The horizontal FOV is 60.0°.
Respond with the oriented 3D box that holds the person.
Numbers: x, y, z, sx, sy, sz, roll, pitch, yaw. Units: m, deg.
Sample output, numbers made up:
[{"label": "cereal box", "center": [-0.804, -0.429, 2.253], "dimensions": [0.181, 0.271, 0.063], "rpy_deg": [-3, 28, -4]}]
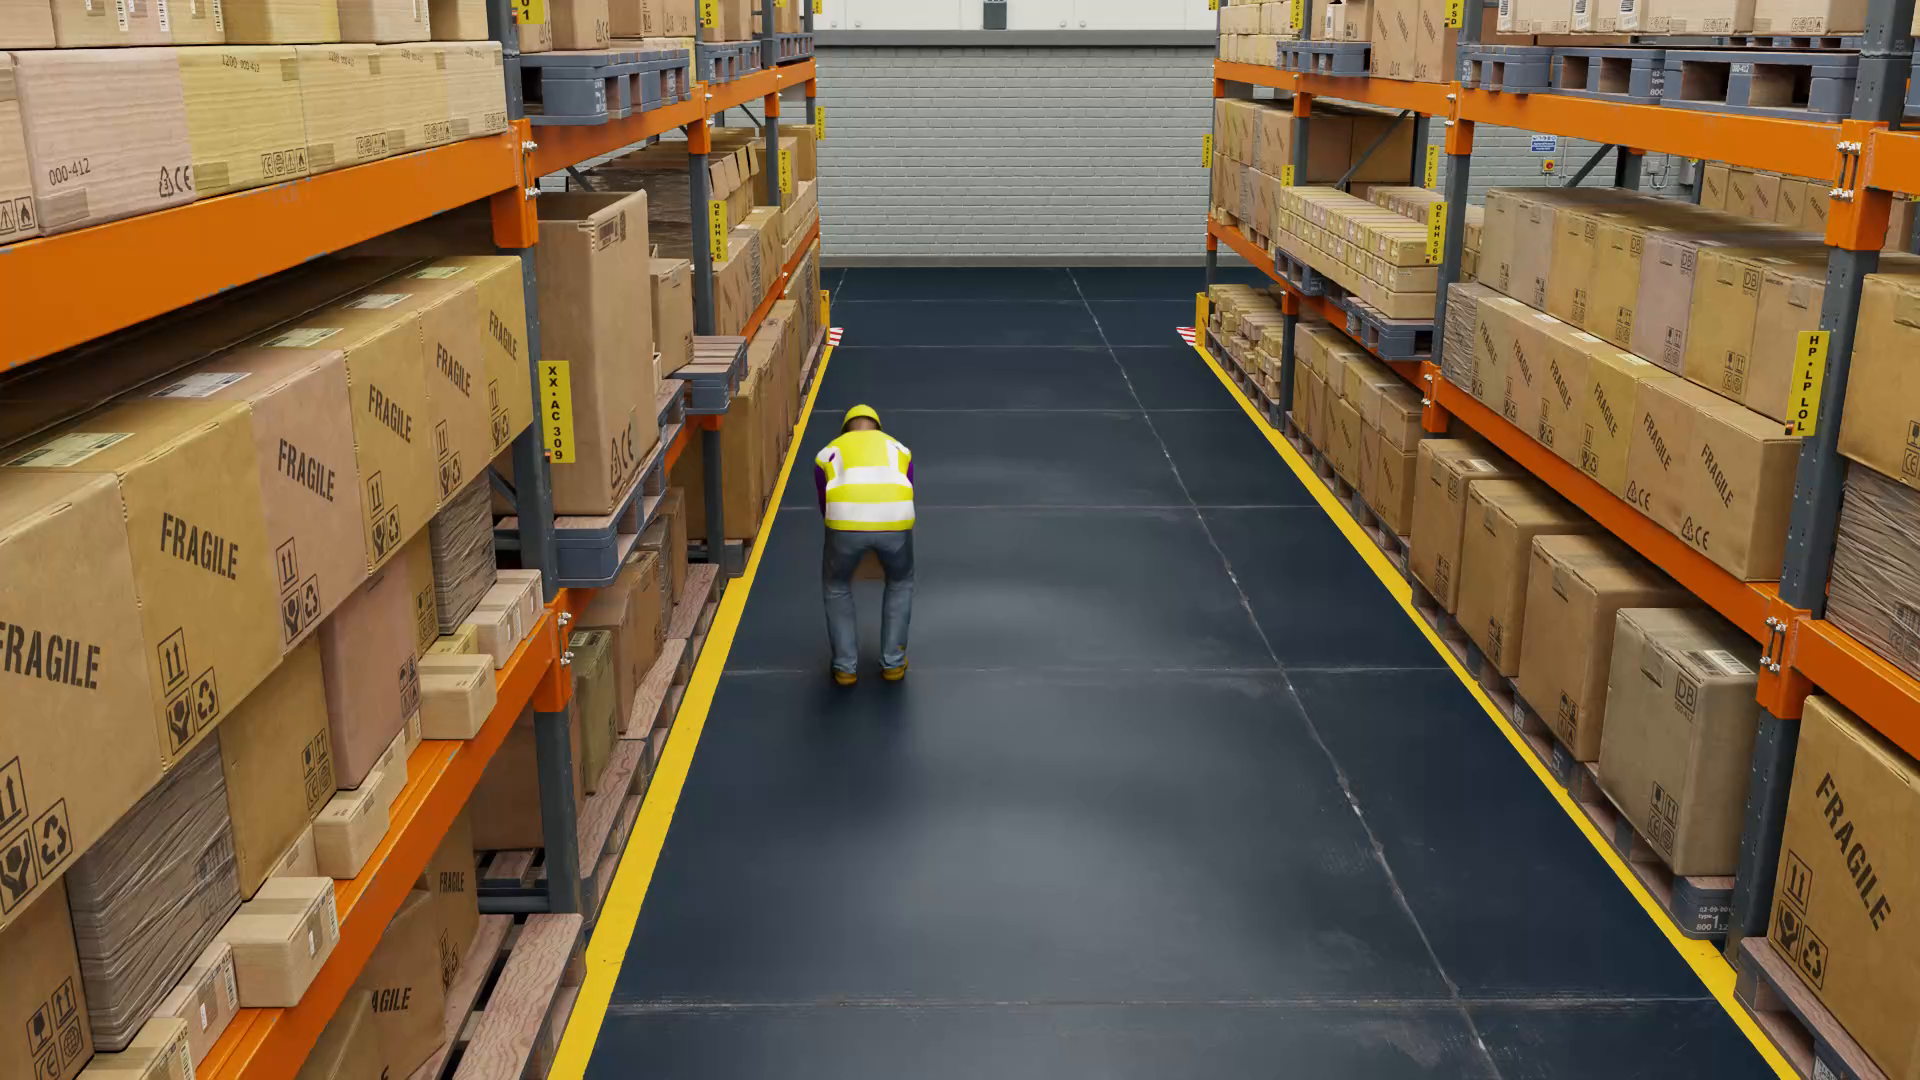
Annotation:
[{"label": "person", "center": [-0.471, 0.017, 8.316], "dimensions": [0.496, 1.256, 0.940], "rpy_deg": [-2, 17, -5]}]
